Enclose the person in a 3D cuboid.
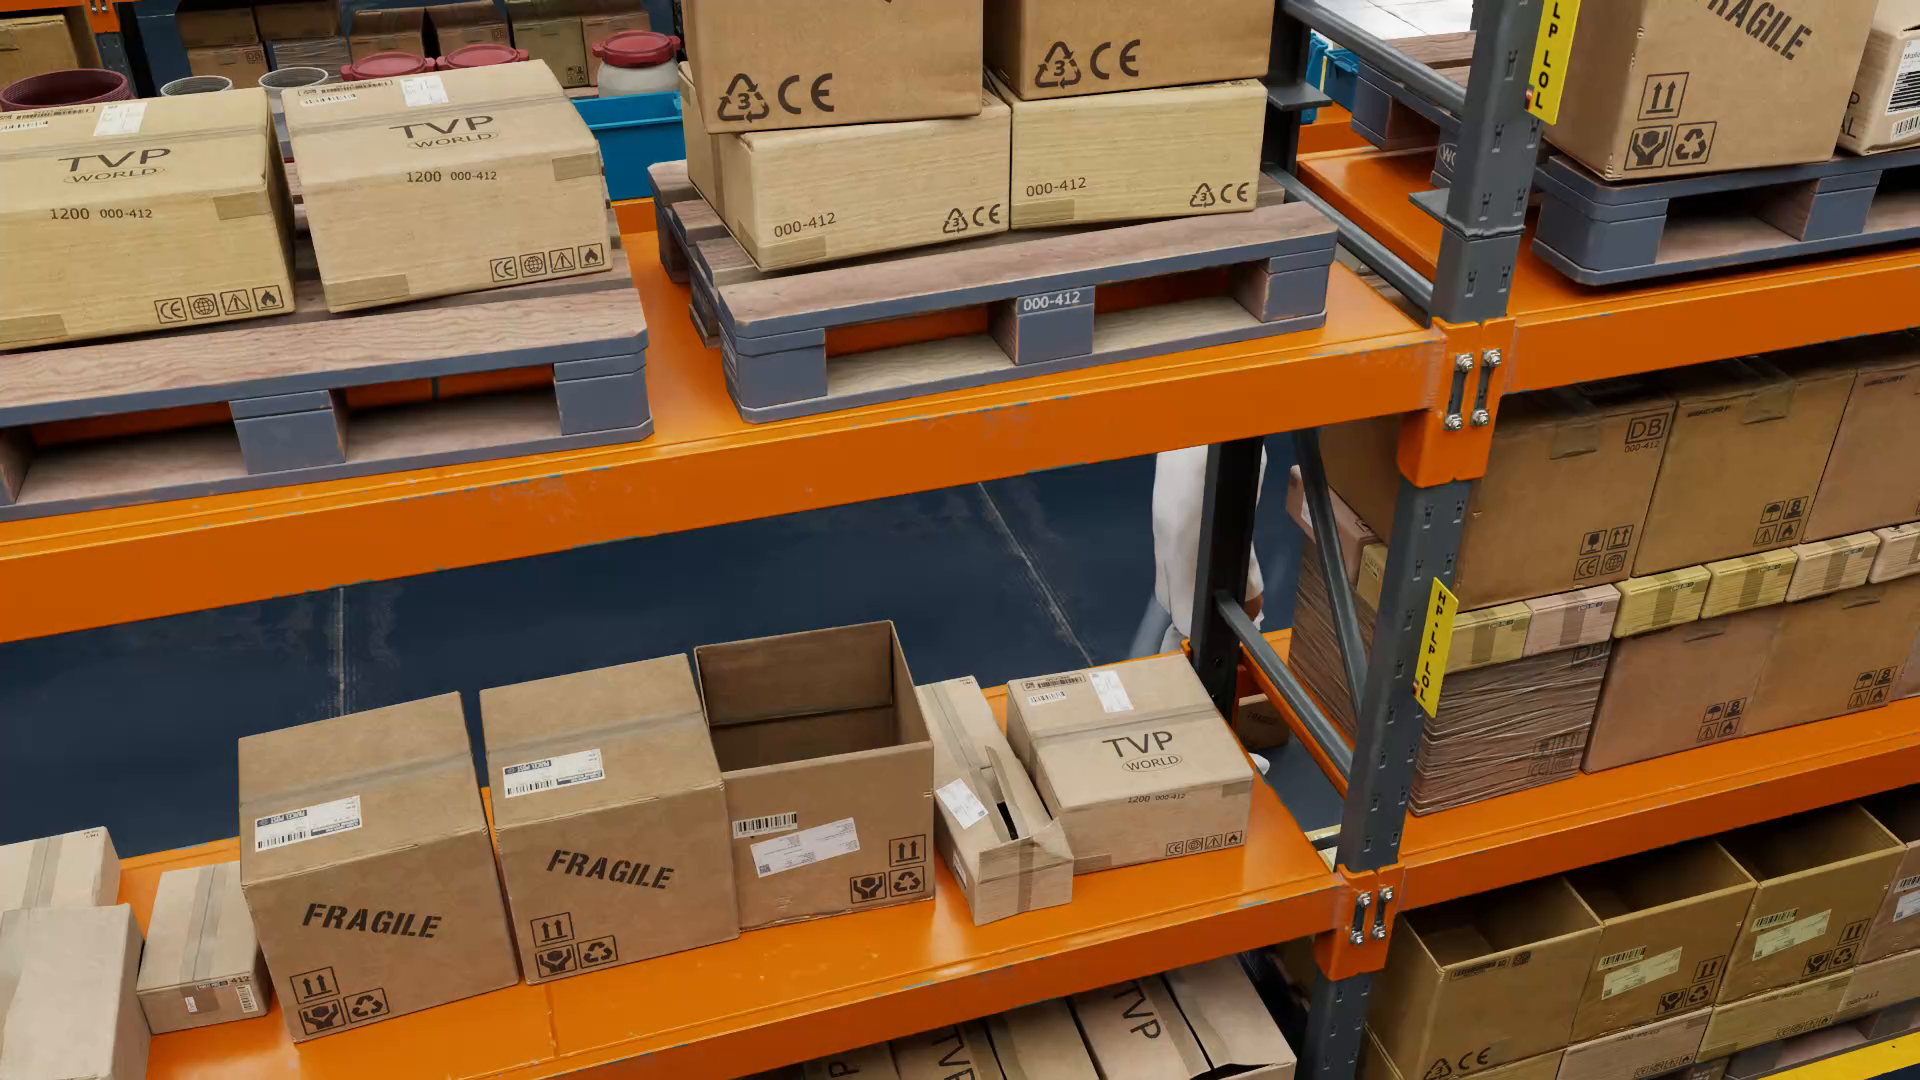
[{"bbox_3d":[0.912,0.059,6.065,0.418,1.774,0.648,-10,35,-15],"label":"person"}]
